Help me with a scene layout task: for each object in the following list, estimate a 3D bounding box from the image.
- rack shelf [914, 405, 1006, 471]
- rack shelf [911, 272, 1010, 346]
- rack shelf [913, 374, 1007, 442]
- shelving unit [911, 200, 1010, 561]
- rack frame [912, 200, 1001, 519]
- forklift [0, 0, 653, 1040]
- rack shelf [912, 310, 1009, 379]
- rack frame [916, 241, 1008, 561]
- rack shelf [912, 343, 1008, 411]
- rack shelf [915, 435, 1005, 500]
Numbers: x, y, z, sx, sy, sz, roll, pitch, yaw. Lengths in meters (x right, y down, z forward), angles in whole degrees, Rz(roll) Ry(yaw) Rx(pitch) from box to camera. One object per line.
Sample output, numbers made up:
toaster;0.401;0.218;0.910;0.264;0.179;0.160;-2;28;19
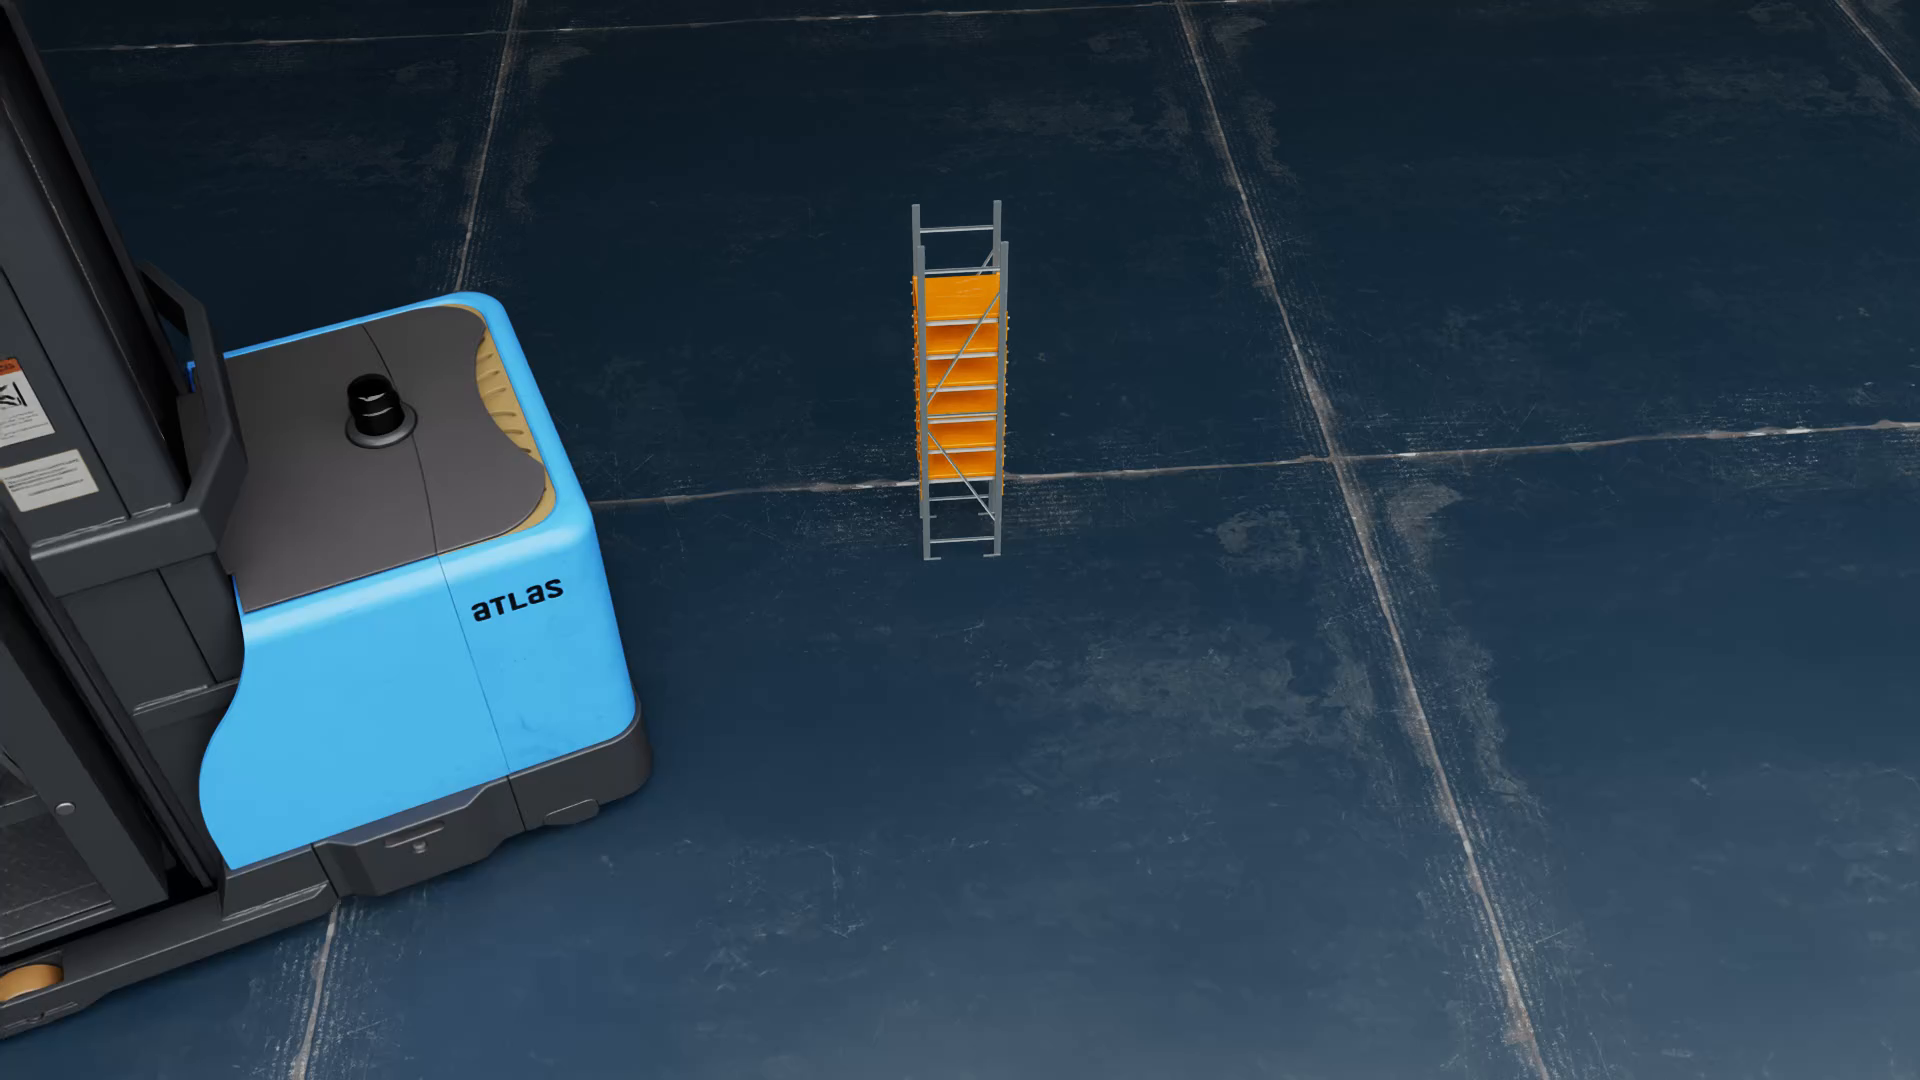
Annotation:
rack shelf;-0.001;-0.310;4.944;0.258;0.103;0.180;-3;47;-3
rack shelf;-0.001;-0.640;4.595;0.258;0.103;0.180;-3;47;-3
rack shelf;-0.001;-0.392;4.857;0.258;0.103;0.180;-3;47;-3
shelving unit;-0.001;-0.423;4.824;0.258;1.200;0.189;-3;47;-3
rack frame;-0.009;-0.489;4.887;0.240;1.200;0.006;-3;47;-3
forklift;-2.404;-0.188;3.409;3.031;2.935;1.130;-18;49;-17
rack shelf;-0.001;-0.558;4.682;0.258;0.103;0.180;-3;47;-3
rack frame;0.006;-0.357;4.762;0.240;1.200;0.006;-3;47;-3
rack shelf;-0.001;-0.475;4.769;0.258;0.103;0.180;-3;47;-3
rack shelf;-0.001;-0.227;5.031;0.258;0.103;0.180;-3;47;-3
